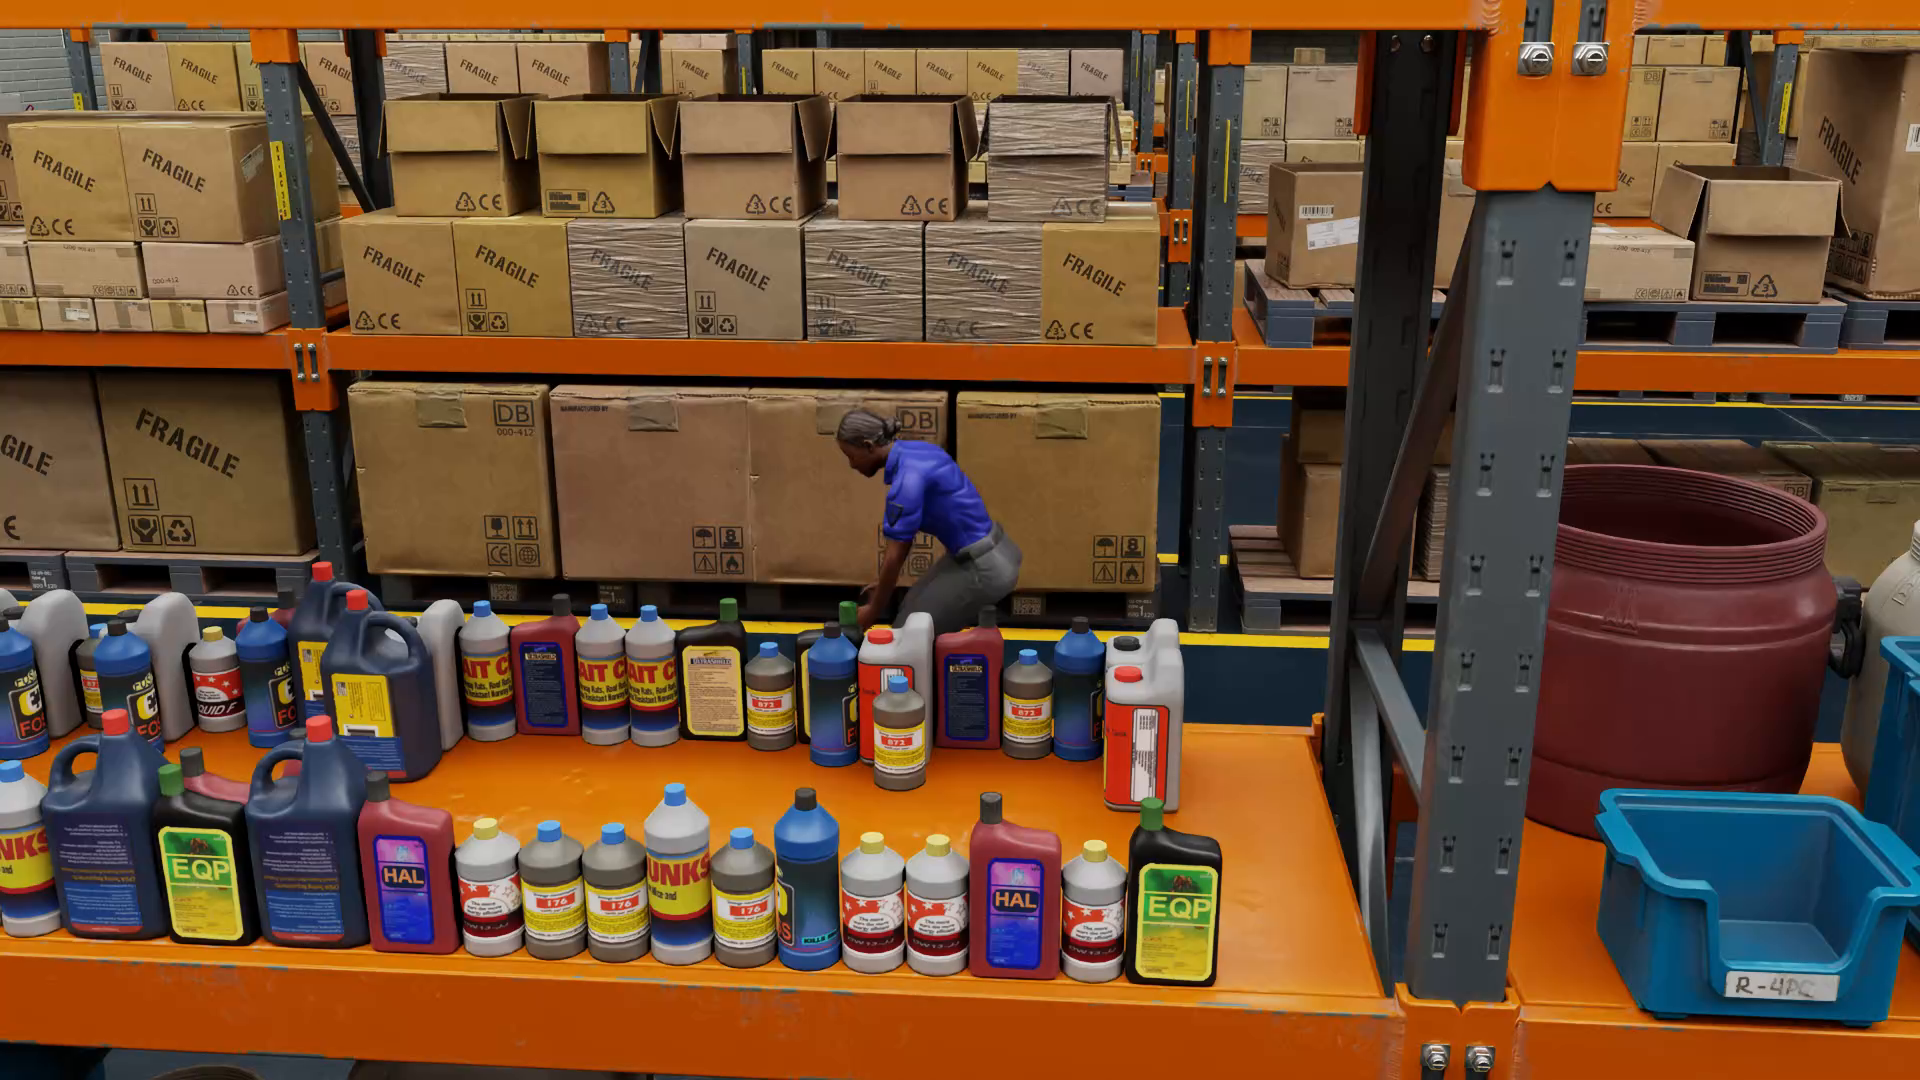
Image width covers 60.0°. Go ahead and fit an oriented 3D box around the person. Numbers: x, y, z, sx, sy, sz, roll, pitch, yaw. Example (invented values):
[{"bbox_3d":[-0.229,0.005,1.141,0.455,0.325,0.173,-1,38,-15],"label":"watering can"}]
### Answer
[{"bbox_3d":[-0.112,0.136,6.273,0.684,1.277,0.496,2,18,7],"label":"person"}]
